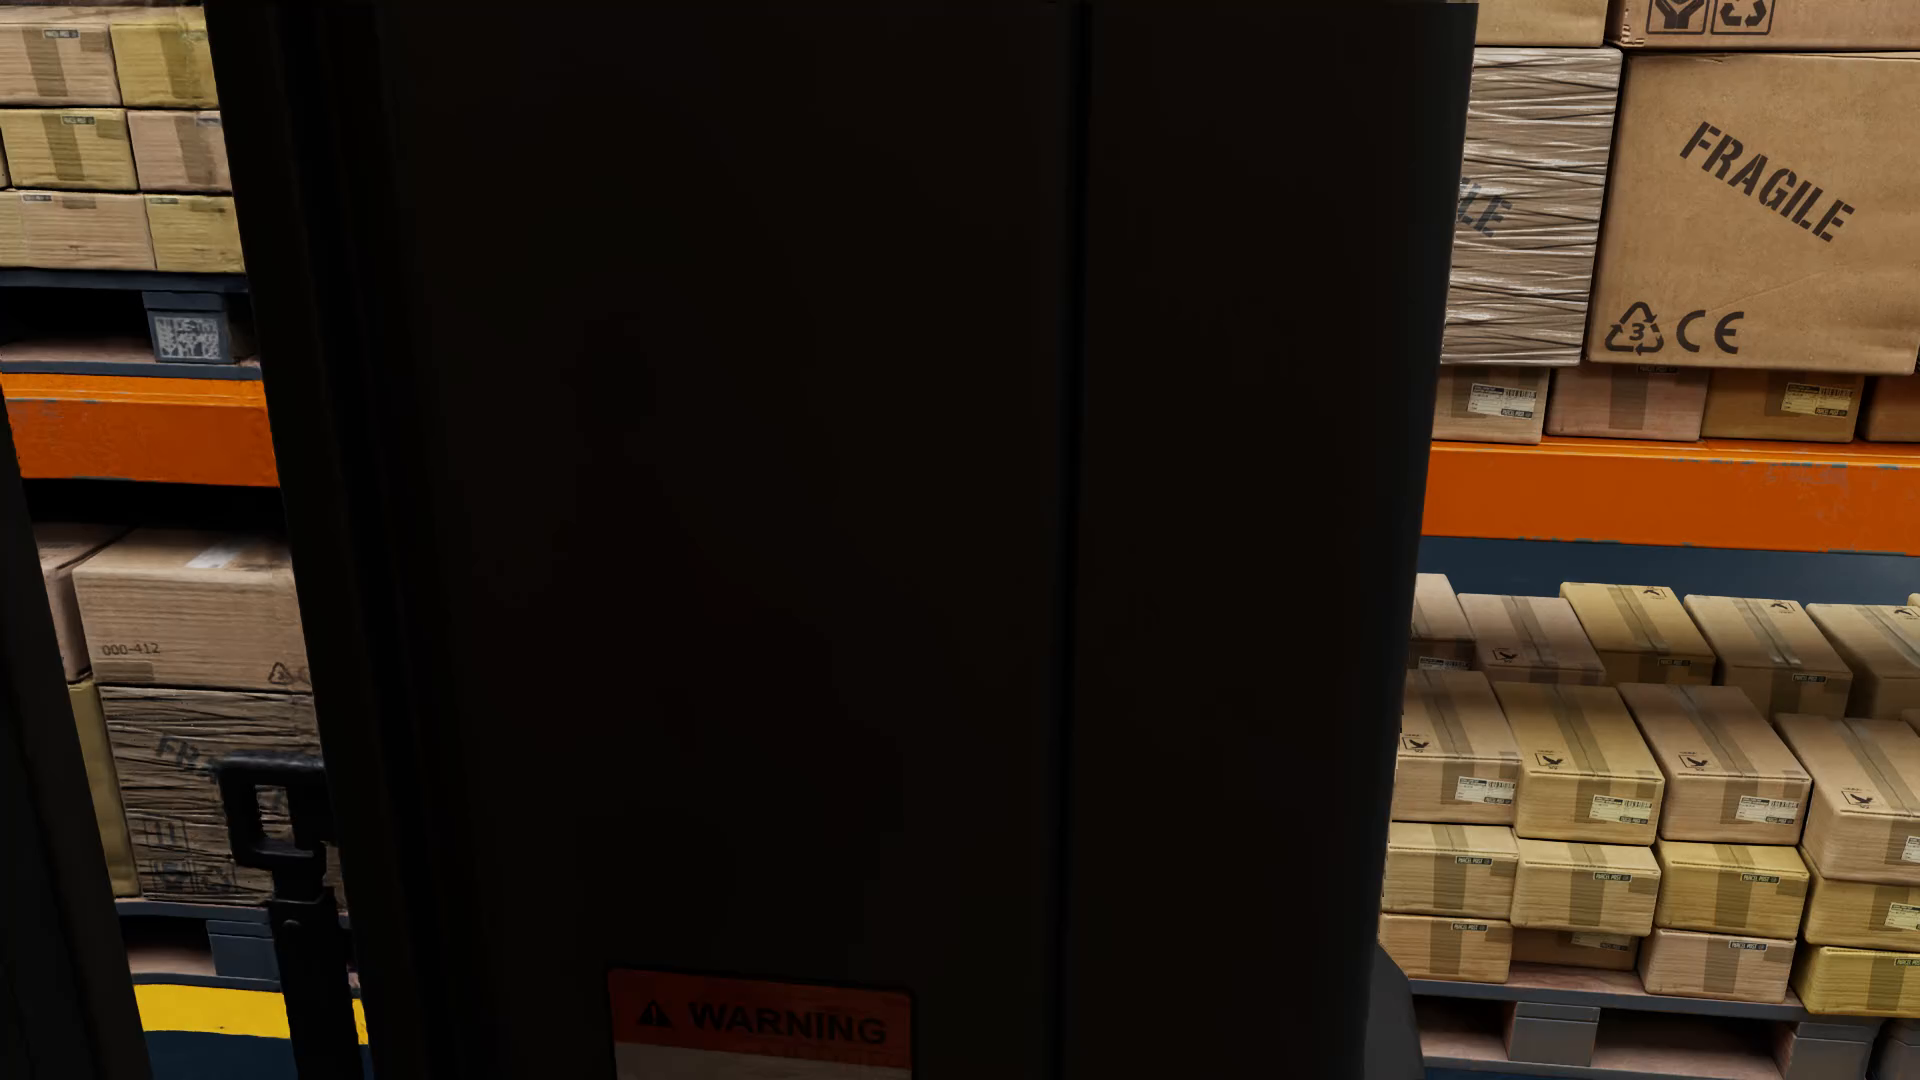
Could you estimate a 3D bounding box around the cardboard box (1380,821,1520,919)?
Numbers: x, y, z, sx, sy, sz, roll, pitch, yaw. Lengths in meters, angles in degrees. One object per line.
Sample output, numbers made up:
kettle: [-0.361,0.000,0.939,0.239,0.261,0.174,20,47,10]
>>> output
cardboard box: [0.941,0.577,3.301,0.250,0.149,0.380,2,22,6]

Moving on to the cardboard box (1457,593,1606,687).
cardboard box: [1.251,0.264,3.688,0.250,0.149,0.380,3,22,6]

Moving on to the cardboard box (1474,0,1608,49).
cardboard box: [0.762,-1.081,2.695,0.500,0.500,0.500,3,22,7]

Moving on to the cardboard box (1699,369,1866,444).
cardboard box: [1.410,-0.304,2.972,0.250,0.149,0.380,3,22,7]

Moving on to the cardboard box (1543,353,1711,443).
cardboard box: [1.157,-0.308,2.980,0.250,0.149,0.380,3,22,8]

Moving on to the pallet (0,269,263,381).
pallet: [-1.413,-0.587,3.606,1.213,0.211,1.003,2,22,6]

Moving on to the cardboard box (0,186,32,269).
cardboard box: [-1.843,-0.647,3.267,0.250,0.149,0.380,1,22,4]

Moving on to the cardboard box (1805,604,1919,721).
cardboard box: [2.042,0.284,3.639,0.250,0.149,0.380,1,22,4]

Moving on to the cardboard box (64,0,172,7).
cardboard box: [-1.787,-1.164,3.765,0.250,0.149,0.380,2,22,6]

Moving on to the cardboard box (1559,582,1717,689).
cardboard box: [1.512,0.240,3.749,0.250,0.149,0.380,3,22,7]

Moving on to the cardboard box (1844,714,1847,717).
cardboard box: [2.051,0.397,3.757,0.250,0.149,0.380,3,22,8]

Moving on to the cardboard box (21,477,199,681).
cardboard box: [-1.949,0.061,3.514,0.500,0.250,0.500,4,22,9]

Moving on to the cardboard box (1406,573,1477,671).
cardboard box: [1.017,0.214,3.817,0.250,0.149,0.380,2,22,4]

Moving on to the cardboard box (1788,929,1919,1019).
cardboard box: [1.727,0.756,3.255,0.250,0.149,0.380,2,22,4]

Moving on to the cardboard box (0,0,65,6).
cardboard box: [-2.042,-1.175,3.792,0.250,0.149,0.380,2,22,6]

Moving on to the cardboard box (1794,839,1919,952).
cardboard box: [1.712,0.617,3.201,0.250,0.149,0.380,3,22,7]

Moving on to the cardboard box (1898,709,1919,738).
cardboard box: [1.981,0.475,3.155,0.250,0.149,0.380,2,22,4]

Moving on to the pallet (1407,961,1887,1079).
pallet: [1.215,0.775,3.693,1.213,0.211,1.003,2,22,6]

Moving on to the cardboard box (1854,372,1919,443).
cardboard box: [1.676,-0.299,2.958,0.250,0.149,0.380,2,22,4]

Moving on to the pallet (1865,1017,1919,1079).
pallet: [2.423,0.828,3.557,1.213,0.211,1.003,2,22,6]

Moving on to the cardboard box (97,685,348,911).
cardboard box: [-1.435,0.437,3.583,0.500,0.500,0.500,2,22,5]

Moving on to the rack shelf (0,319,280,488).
rack shelf: [-2.657,-0.342,3.704,4.000,0.370,1.077,2,22,6]

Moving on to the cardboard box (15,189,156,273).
cardboard box: [-1.594,-0.636,3.239,0.250,0.149,0.380,2,22,6]

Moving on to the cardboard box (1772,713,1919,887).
cardboard box: [1.708,0.484,3.133,0.250,0.149,0.380,3,22,8]

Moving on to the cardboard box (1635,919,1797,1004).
cardboard box: [1.458,0.737,3.303,0.250,0.149,0.380,3,22,7]

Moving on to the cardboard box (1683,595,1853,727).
cardboard box: [1.768,0.268,3.678,0.250,0.149,0.380,3,22,8]

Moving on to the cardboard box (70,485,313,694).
cardboard box: [-1.440,0.088,3.445,0.500,0.250,0.500,2,22,5]

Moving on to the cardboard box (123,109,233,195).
cardboard box: [-1.351,-0.763,3.156,0.250,0.149,0.380,3,22,7]

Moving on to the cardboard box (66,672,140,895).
cardboard box: [-1.945,0.415,3.640,0.500,0.500,0.500,2,22,5]

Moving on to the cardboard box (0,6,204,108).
cardboard box: [-1.616,-0.914,3.134,0.250,0.149,0.380,2,22,5]

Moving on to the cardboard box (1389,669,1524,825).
cardboard box: [0.956,0.406,3.330,0.250,0.149,0.380,2,22,4]

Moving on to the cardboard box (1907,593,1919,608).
cardboard box: [2.298,0.264,3.688,0.250,0.149,0.380,2,22,6]

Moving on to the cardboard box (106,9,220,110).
cardboard box: [-1.359,-0.903,3.104,0.250,0.149,0.380,2,22,5]

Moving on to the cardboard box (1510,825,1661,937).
cardboard box: [1.183,0.597,3.251,0.250,0.149,0.380,3,22,7]

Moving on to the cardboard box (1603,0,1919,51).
cardboard box: [1.271,-1.059,2.637,0.500,0.500,0.500,2,22,4]

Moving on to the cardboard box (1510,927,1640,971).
cardboard box: [1.216,0.698,3.400,0.250,0.149,0.380,3,22,8]

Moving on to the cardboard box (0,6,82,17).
cardboard box: [-1.876,-0.926,3.163,0.250,0.149,0.380,2,22,6]

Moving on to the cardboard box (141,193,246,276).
cardboard box: [-1.347,-0.624,3.210,0.250,0.149,0.380,3,22,7]

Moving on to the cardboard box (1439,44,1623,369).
cardboard box: [0.780,-0.608,2.857,0.500,0.500,0.500,2,22,5]

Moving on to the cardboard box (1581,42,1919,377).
cardboard box: [1.315,-0.595,2.825,0.500,0.500,0.500,4,22,9]

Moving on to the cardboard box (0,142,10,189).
cardboard box: [-1.869,-0.785,3.211,0.250,0.149,0.380,2,22,5]

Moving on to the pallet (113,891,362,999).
pallet: [-1.444,0.674,3.949,1.213,0.211,1.003,2,22,6]

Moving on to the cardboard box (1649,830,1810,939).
cardboard box: [1.459,0.599,3.246,0.250,0.149,0.380,4,22,9]

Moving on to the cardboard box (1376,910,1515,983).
cardboard box: [0.946,0.715,3.358,0.250,0.149,0.380,2,22,5]

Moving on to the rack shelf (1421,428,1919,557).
rack shelf: [1.315,-0.169,3.266,4.000,0.370,1.077,2,22,6]

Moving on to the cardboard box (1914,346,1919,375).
cardboard box: [1.809,-0.570,2.761,0.500,0.500,0.500,3,22,6]

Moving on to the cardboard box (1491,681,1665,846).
cardboard box: [1.196,0.431,3.266,0.250,0.149,0.380,3,22,7]

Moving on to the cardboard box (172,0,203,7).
cardboard box: [-1.540,-1.152,3.735,0.250,0.149,0.380,3,22,7]

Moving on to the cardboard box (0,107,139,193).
cardboard box: [-1.597,-0.775,3.186,0.250,0.149,0.380,3,22,9]

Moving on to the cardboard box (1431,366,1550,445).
cardboard box: [0.885,-0.302,2.966,0.250,0.149,0.380,3,22,9]

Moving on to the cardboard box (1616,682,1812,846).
cardboard box: [1.459,0.432,3.264,0.250,0.149,0.380,2,22,4]
